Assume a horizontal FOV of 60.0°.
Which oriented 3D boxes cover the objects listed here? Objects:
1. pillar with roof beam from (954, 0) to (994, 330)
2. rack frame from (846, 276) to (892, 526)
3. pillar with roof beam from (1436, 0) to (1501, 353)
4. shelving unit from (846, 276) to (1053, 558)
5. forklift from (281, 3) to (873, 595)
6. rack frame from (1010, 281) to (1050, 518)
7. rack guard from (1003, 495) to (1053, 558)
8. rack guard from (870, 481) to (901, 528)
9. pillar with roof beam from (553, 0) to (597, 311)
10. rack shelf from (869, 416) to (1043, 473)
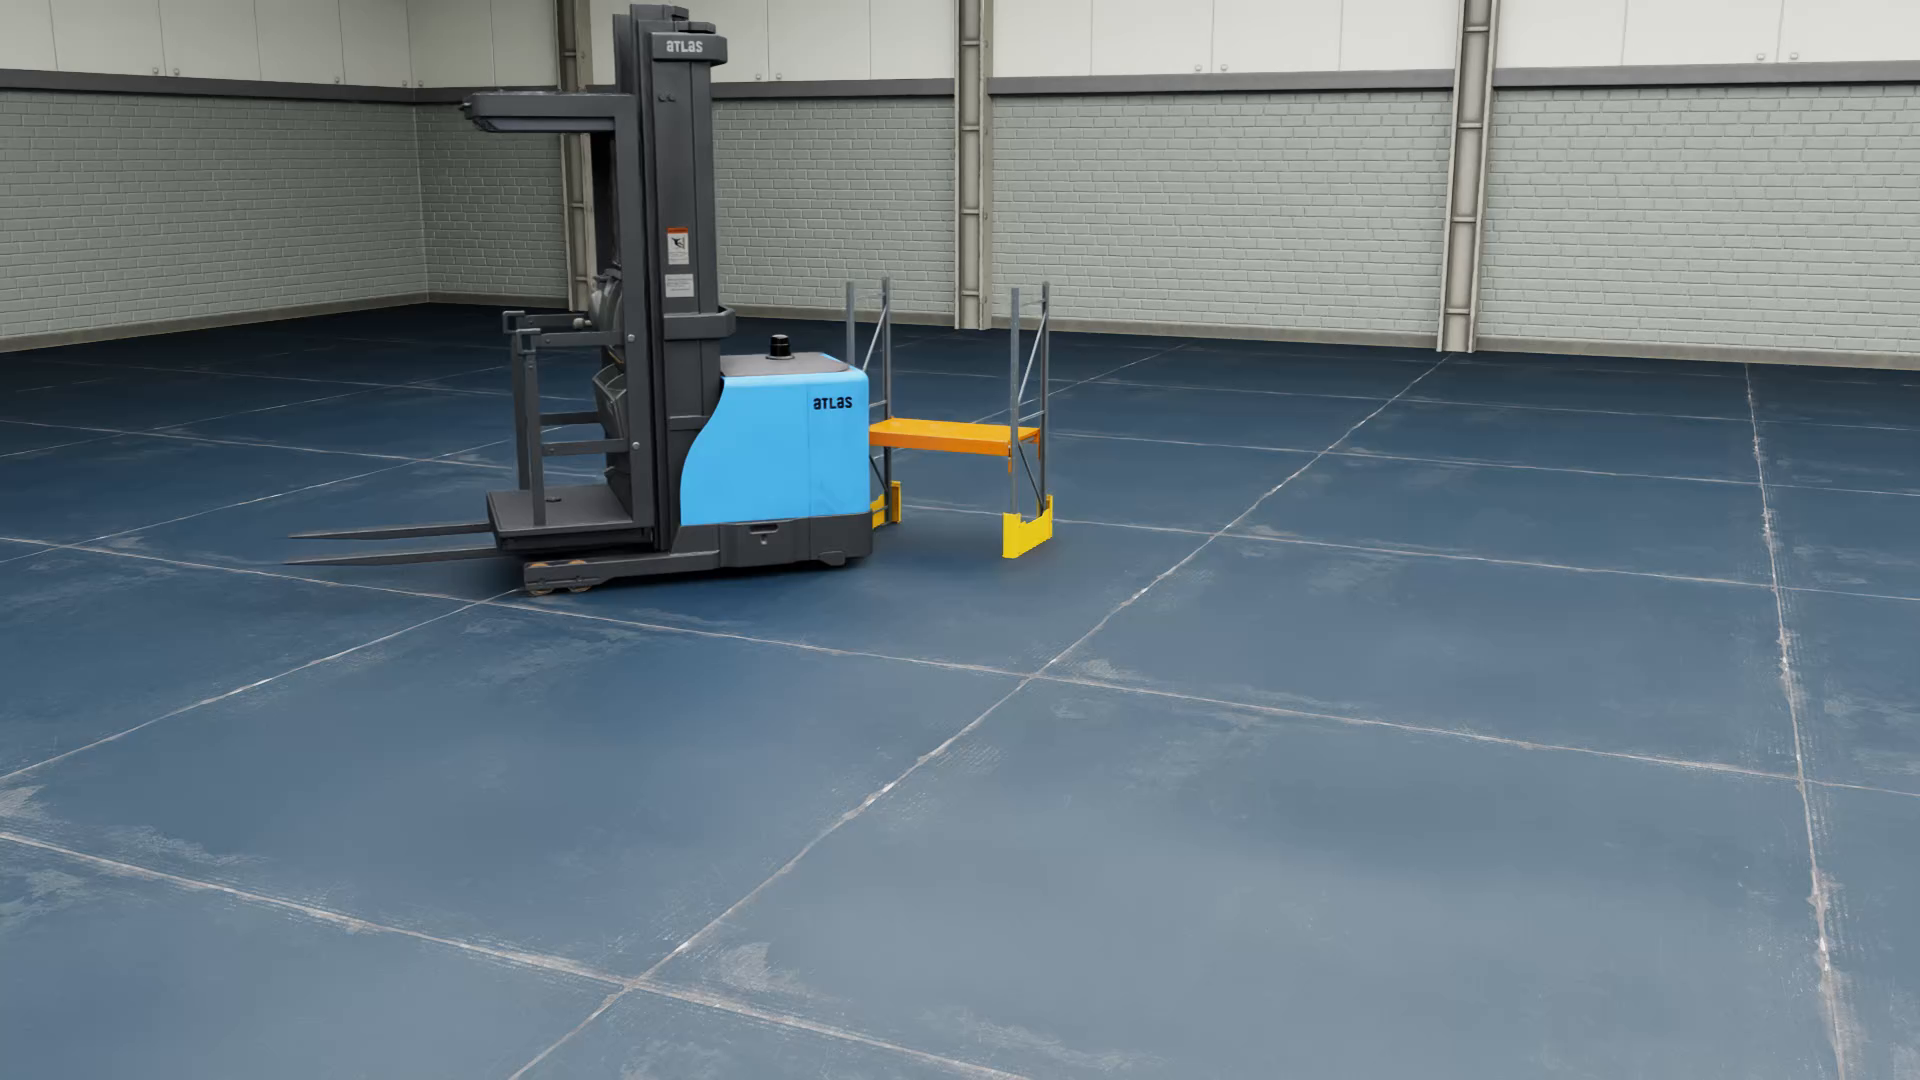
[{"bbox_3d":[-1.573,-6.197,16.466,0.400,9.000,9.100,6,14,23],"label":"pillar with roof beam"},{"bbox_3d":[-0.533,-0.786,9.823,0.032,1.500,0.500,6,14,24],"label":"rack frame"},{"bbox_3d":[3.913,-5.642,14.100,0.400,9.000,9.100,6,14,23],"label":"pillar with roof beam"},{"bbox_3d":[-0.061,-0.738,9.616,1.083,1.500,0.587,6,14,24],"label":"shelving unit"},{"bbox_3d":[-2.053,-1.277,8.782,3.031,2.935,1.130,-4,14,-18],"label":"forklift"},{"bbox_3d":[0.395,-0.691,9.417,0.032,1.500,0.500,6,14,24],"label":"rack frame"},{"bbox_3d":[0.393,-0.083,9.561,0.087,0.250,0.587,6,14,24],"label":"rack guard"},{"bbox_3d":[-0.515,-0.176,9.958,0.087,0.250,0.587,6,14,24],"label":"rack guard"},{"bbox_3d":[-7.058,-6.752,18.832,0.400,9.000,9.100,6,14,23],"label":"pillar with roof beam"},{"bbox_3d":[-0.069,-0.564,9.661,1.000,0.185,0.538,6,14,24],"label":"rack shelf"}]
